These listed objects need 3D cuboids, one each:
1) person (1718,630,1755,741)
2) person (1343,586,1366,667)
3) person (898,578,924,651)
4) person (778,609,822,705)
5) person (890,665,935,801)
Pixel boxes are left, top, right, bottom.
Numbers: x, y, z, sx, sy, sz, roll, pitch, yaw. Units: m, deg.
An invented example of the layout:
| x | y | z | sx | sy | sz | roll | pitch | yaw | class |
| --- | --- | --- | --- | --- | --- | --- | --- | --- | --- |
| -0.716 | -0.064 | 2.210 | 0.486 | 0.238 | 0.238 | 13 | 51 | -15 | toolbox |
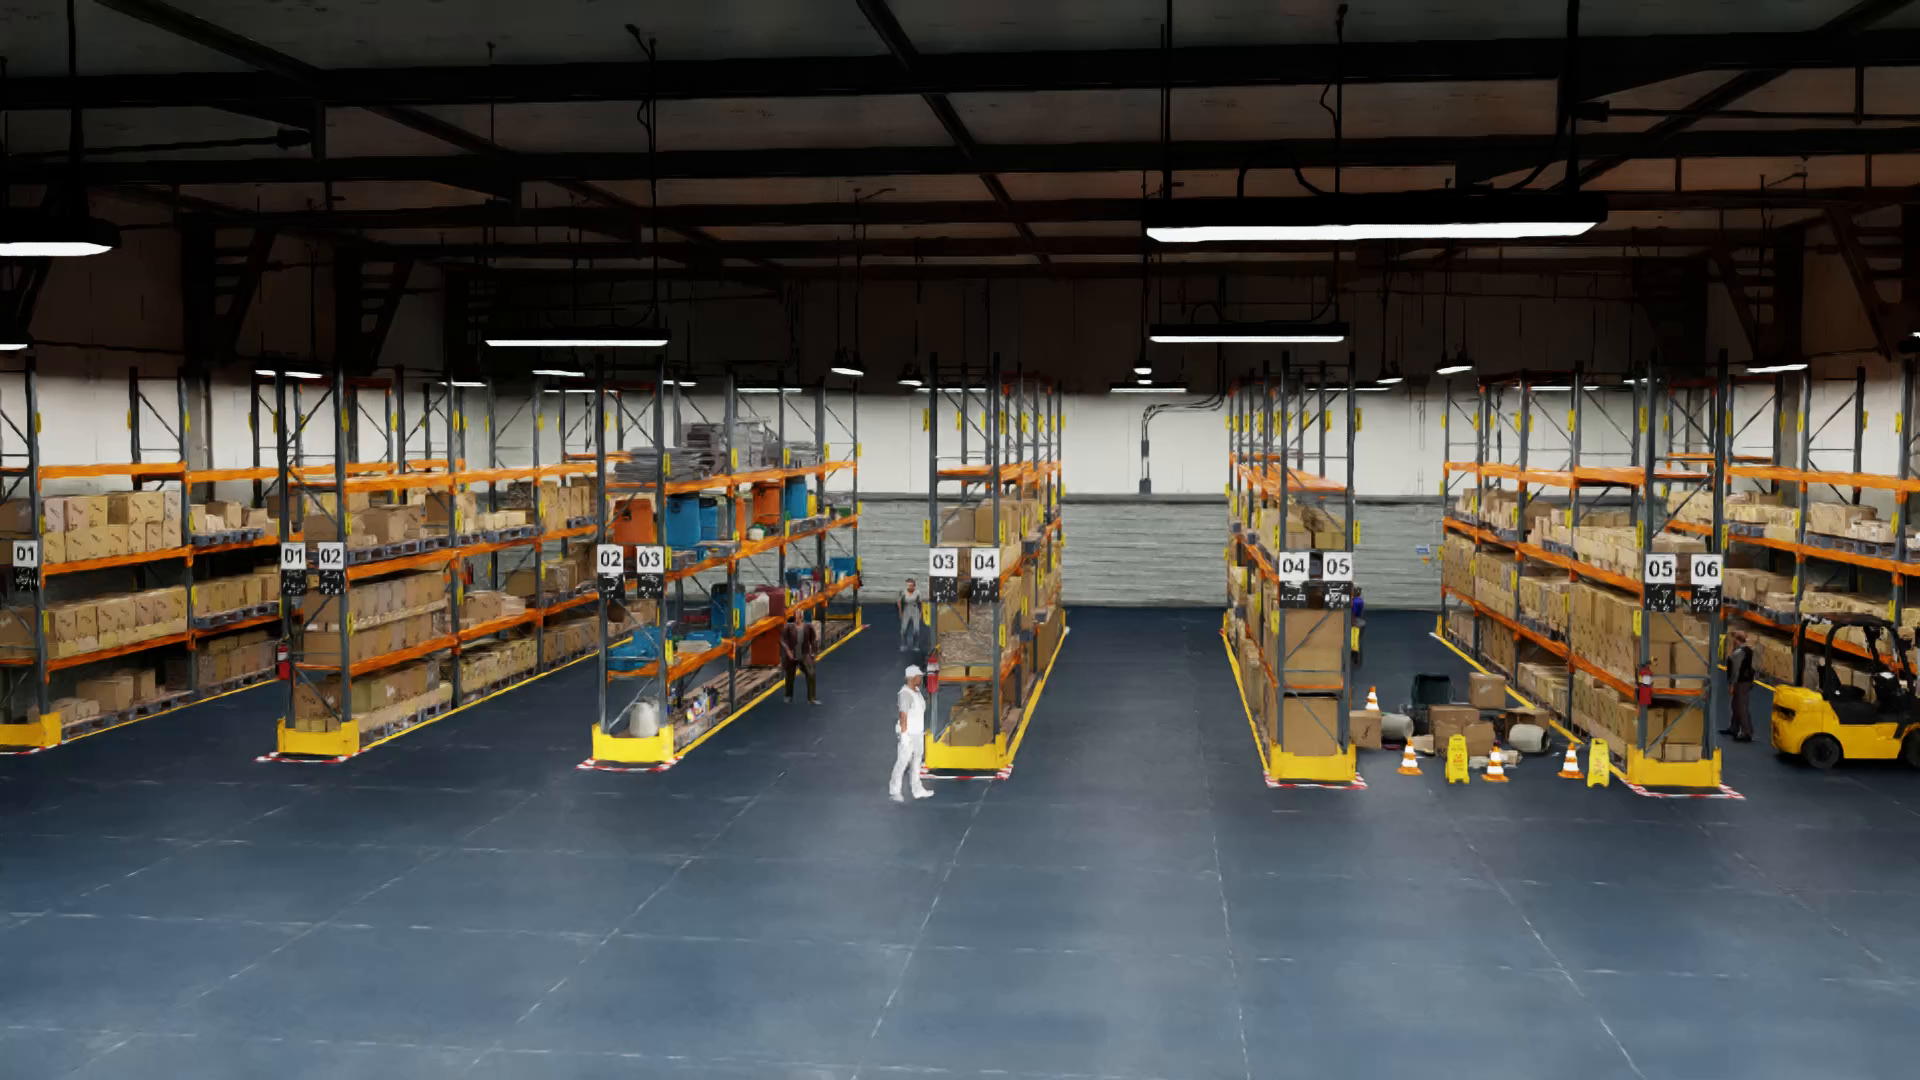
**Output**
| x | y | z | sx | sy | sz | roll | pitch | yaw | class |
| --- | --- | --- | --- | --- | --- | --- | --- | --- | --- |
| 12.274 | 2.276 | 26.253 | 0.576 | 1.708 | 0.626 | 3 | 5 | 38 | person |
| 8.068 | 1.758 | 34.030 | 0.469 | 1.661 | 0.497 | 3 | 5 | 36 | person |
| -1.072 | 1.633 | 36.312 | 0.580 | 1.619 | 0.507 | 0 | 4 | 4 | person |
| -2.852 | 2.054 | 29.435 | 0.735 | 1.712 | 0.904 | -1 | 4 | -10 | person |
| -0.653 | 2.547 | 22.061 | 0.509 | 1.785 | 0.661 | 1 | 4 | 16 | person |
